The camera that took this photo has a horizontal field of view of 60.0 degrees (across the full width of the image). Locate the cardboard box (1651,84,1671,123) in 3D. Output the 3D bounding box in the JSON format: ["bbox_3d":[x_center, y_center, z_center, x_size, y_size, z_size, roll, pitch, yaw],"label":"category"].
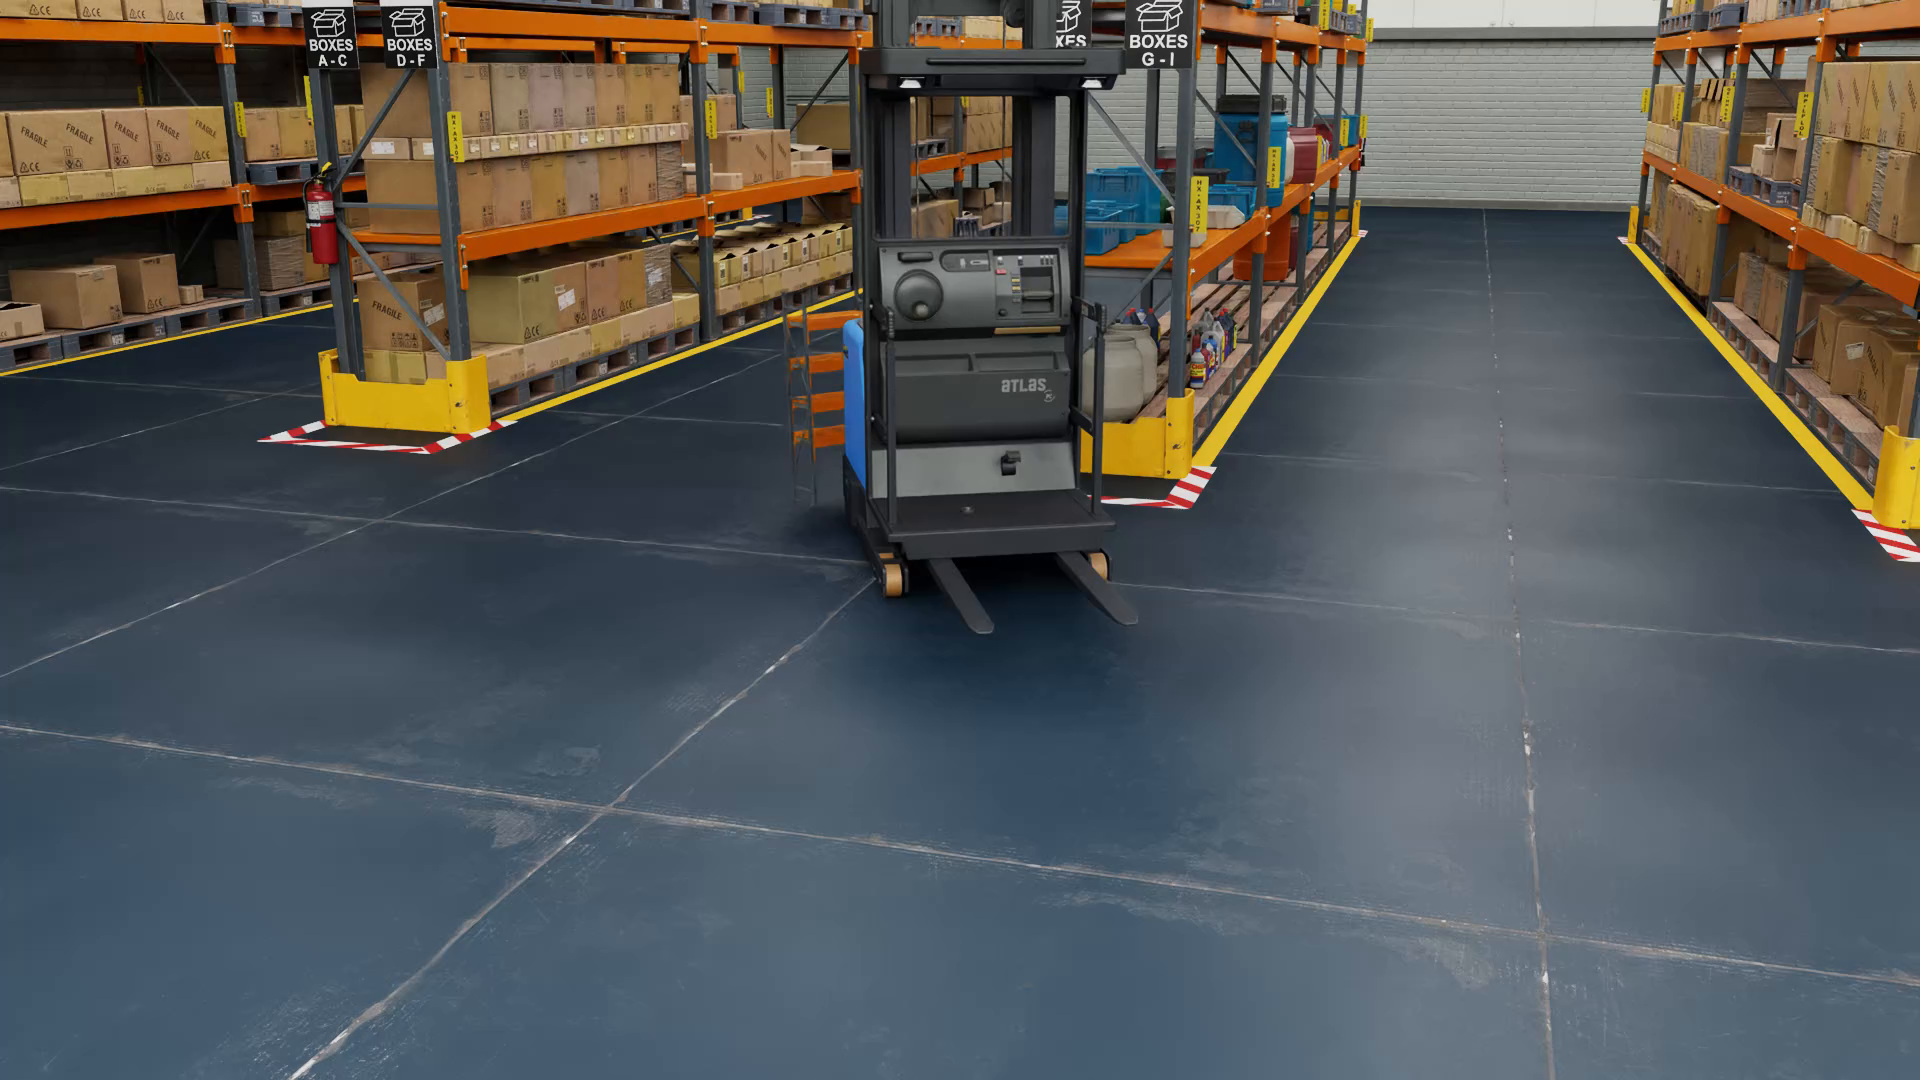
[{"bbox_3d":[9.634,-5.875,22.399,0.500,0.500,0.500,4,16,15],"label":"cardboard box"}]

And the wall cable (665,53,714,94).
[{"bbox_3d":[-4.619,-7.728,28.715,0.084,1.984,1.851,5,16,16],"label":"wall cable"}]

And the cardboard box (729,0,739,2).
[{"bbox_3d":[-2.398,-5.185,15.622,0.500,0.250,0.500,3,16,10],"label":"cardboard box"}]

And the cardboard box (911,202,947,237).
[{"bbox_3d":[-0.476,-4.130,21.668,0.500,0.500,0.500,5,16,16],"label":"cardboard box"}]

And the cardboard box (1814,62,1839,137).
[{"bbox_3d":[6.389,-3.113,11.747,0.500,0.500,0.500,5,16,16],"label":"cardboard box"}]

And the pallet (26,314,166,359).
[{"bbox_3d":[-7.988,-1.851,14.968,1.003,0.211,1.213,5,16,16],"label":"pallet"}]

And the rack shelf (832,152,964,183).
[{"bbox_3d":[-1.031,-4.532,20.627,1.077,0.370,4.000,5,16,16],"label":"rack shelf"}]

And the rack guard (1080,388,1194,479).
[{"bbox_3d":[0.852,-0.697,10.372,1.175,0.500,0.348,5,16,16],"label":"rack guard"}]

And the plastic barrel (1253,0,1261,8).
[{"bbox_3d":[2.522,-5.250,15.557,0.600,0.830,0.708,5,16,16],"label":"plastic barrel"}]

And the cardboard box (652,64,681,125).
[{"bbox_3d":[-2.856,-3.864,14.393,0.700,0.500,0.500,5,17,16],"label":"cardboard box"}]

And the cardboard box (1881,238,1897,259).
[{"bbox_3d":[5.847,-1.790,10.105,0.380,0.149,0.250,5,16,16],"label":"cardboard box"}]

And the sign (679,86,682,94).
[{"bbox_3d":[-4.607,-7.330,27.443,0.100,0.325,0.005,5,16,16],"label":"sign"}]

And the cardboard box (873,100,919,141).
[{"bbox_3d":[-0.946,-5.360,21.276,0.700,0.500,0.500,7,17,25],"label":"cardboard box"}]

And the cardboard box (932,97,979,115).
[{"bbox_3d":[-0.059,-6.032,22.582,0.500,0.500,0.500,5,17,17],"label":"cardboard box"}]

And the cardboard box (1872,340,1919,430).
[{"bbox_3d":[6.151,-0.975,10.582,0.500,0.500,0.500,6,17,21],"label":"cardboard box"}]

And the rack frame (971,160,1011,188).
[{"bbox_3d":[0.674,-6.447,26.064,1.000,3.000,0.127,5,16,16],"label":"rack frame"}]

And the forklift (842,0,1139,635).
[{"bbox_3d":[0.116,-1.243,7.840,1.130,2.935,3.031,-3,16,-10],"label":"forklift"}]

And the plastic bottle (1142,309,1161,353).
[{"bbox_3d":[1.523,-1.670,13.268,0.144,0.351,0.185,5,16,16],"label":"plastic bottle"}]

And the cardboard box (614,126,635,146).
[{"bbox_3d":[-2.899,-3.314,13.645,0.380,0.149,0.250,5,16,16],"label":"cardboard box"}]

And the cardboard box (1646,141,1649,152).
[{"bbox_3d":[9.682,-5.423,22.912,0.380,0.149,0.250,4,16,15],"label":"cardboard box"}]

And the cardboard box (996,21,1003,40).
[{"bbox_3d":[0.341,-7.272,23.749,0.500,0.250,0.500,5,16,16],"label":"cardboard box"}]

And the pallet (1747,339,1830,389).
[{"bbox_3d":[6.981,-1.401,13.382,1.003,0.211,1.213,5,16,16],"label":"pallet"}]

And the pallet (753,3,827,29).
[{"bbox_3d":[-2.021,-5.229,16.618,1.003,0.211,1.213,5,17,18],"label":"pallet"}]

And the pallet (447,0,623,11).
[{"bbox_3d":[-3.302,-4.165,12.682,1.003,0.211,1.213,5,16,16],"label":"pallet"}]

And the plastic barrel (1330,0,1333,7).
[{"bbox_3d":[3.947,-6.444,18.865,0.600,0.901,0.708,5,16,16],"label":"plastic barrel"}]

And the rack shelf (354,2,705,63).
[{"bbox_3d":[-3.304,-3.882,12.839,1.077,0.370,4.000,5,16,16],"label":"rack shelf"}]

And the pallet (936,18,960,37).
[{"bbox_3d":[-0.715,-6.588,21.408,1.213,0.211,1.003,5,16,16],"label":"pallet"}]

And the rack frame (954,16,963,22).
[{"bbox_3d":[-0.462,-8.287,21.555,1.000,3.000,0.127,5,16,16],"label":"rack frame"}]

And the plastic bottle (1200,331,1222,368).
[{"bbox_3d":[1.909,-1.456,12.652,0.152,0.276,0.135,5,17,17],"label":"plastic bottle"}]

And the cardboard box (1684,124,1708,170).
[{"bbox_3d":[8.522,-4.447,18.829,0.500,0.500,0.500,5,16,16],"label":"cardboard box"}]

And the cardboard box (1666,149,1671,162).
[{"bbox_3d":[8.953,-4.751,20.541,0.380,0.149,0.250,4,16,15],"label":"cardboard box"}]

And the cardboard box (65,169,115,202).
[{"bbox_3d":[-7.750,-3.087,14.454,0.500,0.250,0.500,5,17,16],"label":"cardboard box"}]

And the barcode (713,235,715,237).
[{"bbox_3d":[-2.264,-2.813,15.266,0.001,0.075,0.075,5,16,16],"label":"barcode"}]

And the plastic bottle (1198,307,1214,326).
[{"bbox_3d":[1.967,-1.680,13.305,0.144,0.351,0.185,5,16,16],"label":"plastic bottle"}]

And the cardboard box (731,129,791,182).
[{"bbox_3d":[-2.060,-3.962,17.119,0.500,0.500,0.500,4,16,13],"label":"cardboard box"}]

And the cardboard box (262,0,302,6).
[{"bbox_3d":[-7.079,-5.591,16.942,0.500,0.311,0.500,5,17,18],"label":"cardboard box"}]

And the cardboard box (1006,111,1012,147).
[{"bbox_3d":[0.517,-6.091,24.624,0.500,0.500,0.500,5,17,16],"label":"cardboard box"}]

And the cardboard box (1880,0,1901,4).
[{"bbox_3d":[5.948,-3.405,10.116,0.500,0.250,0.500,4,16,15],"label":"cardboard box"}]

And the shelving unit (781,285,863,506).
[{"bbox_3d":[-0.714,-0.835,9.549,0.503,1.200,0.258,-11,16,-35],"label":"shelving unit"}]

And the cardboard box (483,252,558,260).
[{"bbox_3d":[-3.592,-2.058,13.484,0.500,0.500,0.500,5,16,16],"label":"cardboard box"}]

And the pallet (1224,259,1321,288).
[{"bbox_3d":[3.682,-3.155,19.568,1.003,0.211,1.213,5,16,16],"label":"pallet"}]

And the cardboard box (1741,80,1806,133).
[{"bbox_3d":[8.121,-4.306,16.492,0.797,0.503,0.637,5,17,18],"label":"cardboard box"}]

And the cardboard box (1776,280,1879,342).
[{"bbox_3d":[7.110,-1.830,13.559,0.700,0.500,0.500,5,16,16],"label":"cardboard box"}]

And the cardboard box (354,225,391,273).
[{"bbox_3d":[-6.876,-3.296,18.729,0.700,0.500,0.500,5,16,16],"label":"cardboard box"}]

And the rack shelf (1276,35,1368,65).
[{"bbox_3d":[4.854,-6.636,22.550,1.077,0.370,4.000,5,16,16],"label":"rack shelf"}]

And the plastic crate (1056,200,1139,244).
[{"bbox_3d":[0.921,-2.128,11.109,0.499,0.251,0.408,5,16,16],"label":"plastic crate"}]

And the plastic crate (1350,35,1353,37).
[{"bbox_3d":[5.073,-6.819,22.359,0.437,0.136,0.530,5,16,16],"label":"plastic crate"}]

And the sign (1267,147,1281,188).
[{"bbox_3d":[2.537,-3.010,13.439,0.100,0.325,0.005,5,16,16],"label":"sign"}]

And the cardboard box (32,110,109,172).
[{"bbox_3d":[-7.761,-3.444,14.337,0.500,0.500,0.500,5,17,18],"label":"cardboard box"}]

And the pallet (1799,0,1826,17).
[{"bbox_3d":[7.039,-4.045,12.440,1.213,0.211,1.003,5,16,16],"label":"pallet"}]

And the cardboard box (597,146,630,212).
[{"bbox_3d":[-3.146,-2.970,13.620,0.700,0.500,0.500,5,17,17],"label":"cardboard box"}]

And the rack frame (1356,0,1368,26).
[{"bbox_3d":[5.422,-8.948,23.887,1.000,3.000,0.127,5,16,16],"label":"rack frame"}]

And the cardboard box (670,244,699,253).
[{"bbox_3d":[-2.754,-2.722,16.170,0.500,0.311,0.500,5,17,17],"label":"cardboard box"}]

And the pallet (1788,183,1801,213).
[{"bbox_3d":[7.118,-2.635,12.974,1.003,0.211,1.213,5,16,16],"label":"pallet"}]

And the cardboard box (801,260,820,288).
[{"bbox_3d":[-1.804,-2.811,17.511,0.500,0.250,0.500,5,17,17],"label":"cardboard box"}]

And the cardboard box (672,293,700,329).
[{"bbox_3d":[-2.658,-2.049,14.825,0.500,0.250,0.500,5,16,16],"label":"cardboard box"}]
